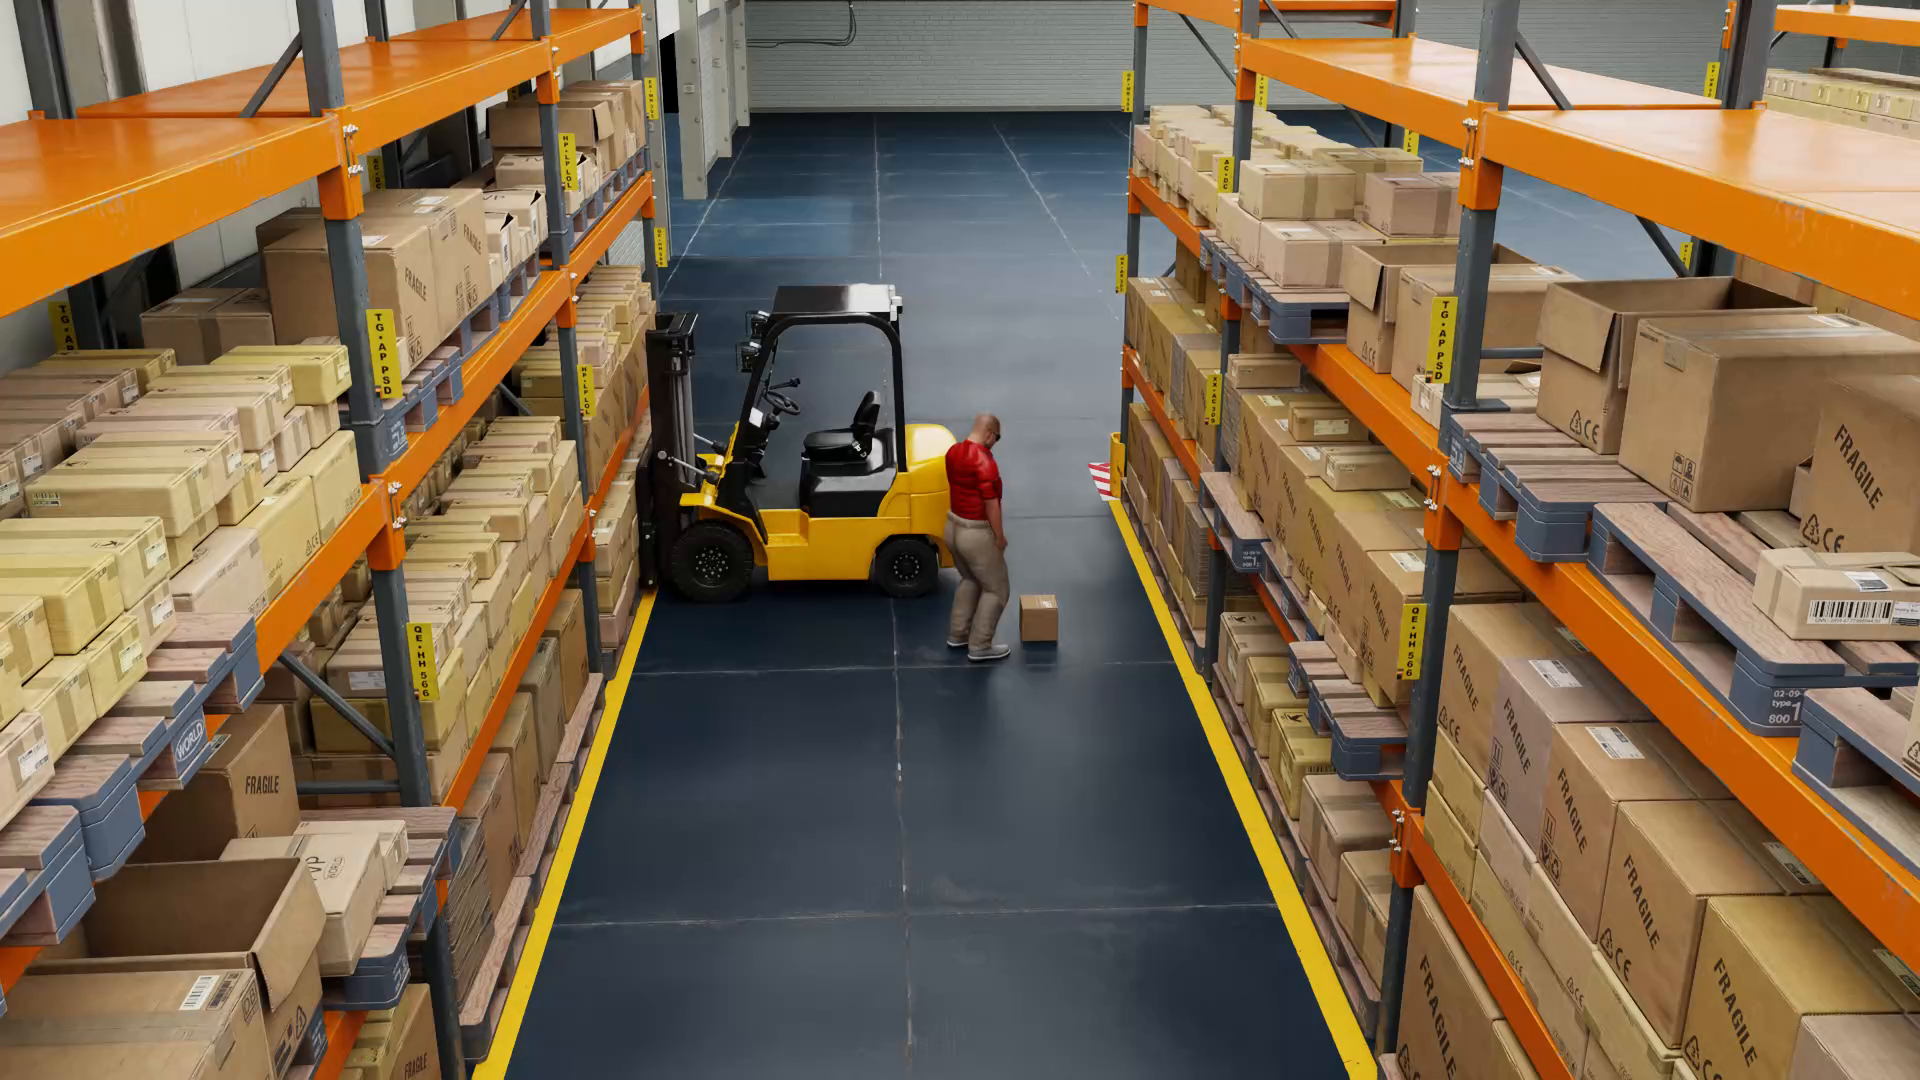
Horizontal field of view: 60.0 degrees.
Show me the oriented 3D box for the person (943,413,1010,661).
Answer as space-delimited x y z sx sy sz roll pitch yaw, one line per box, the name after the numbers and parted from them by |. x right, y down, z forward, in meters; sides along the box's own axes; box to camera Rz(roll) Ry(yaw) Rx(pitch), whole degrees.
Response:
0.101 -0.032 11.266 0.410 1.687 0.553 -11 23 -28 | person
